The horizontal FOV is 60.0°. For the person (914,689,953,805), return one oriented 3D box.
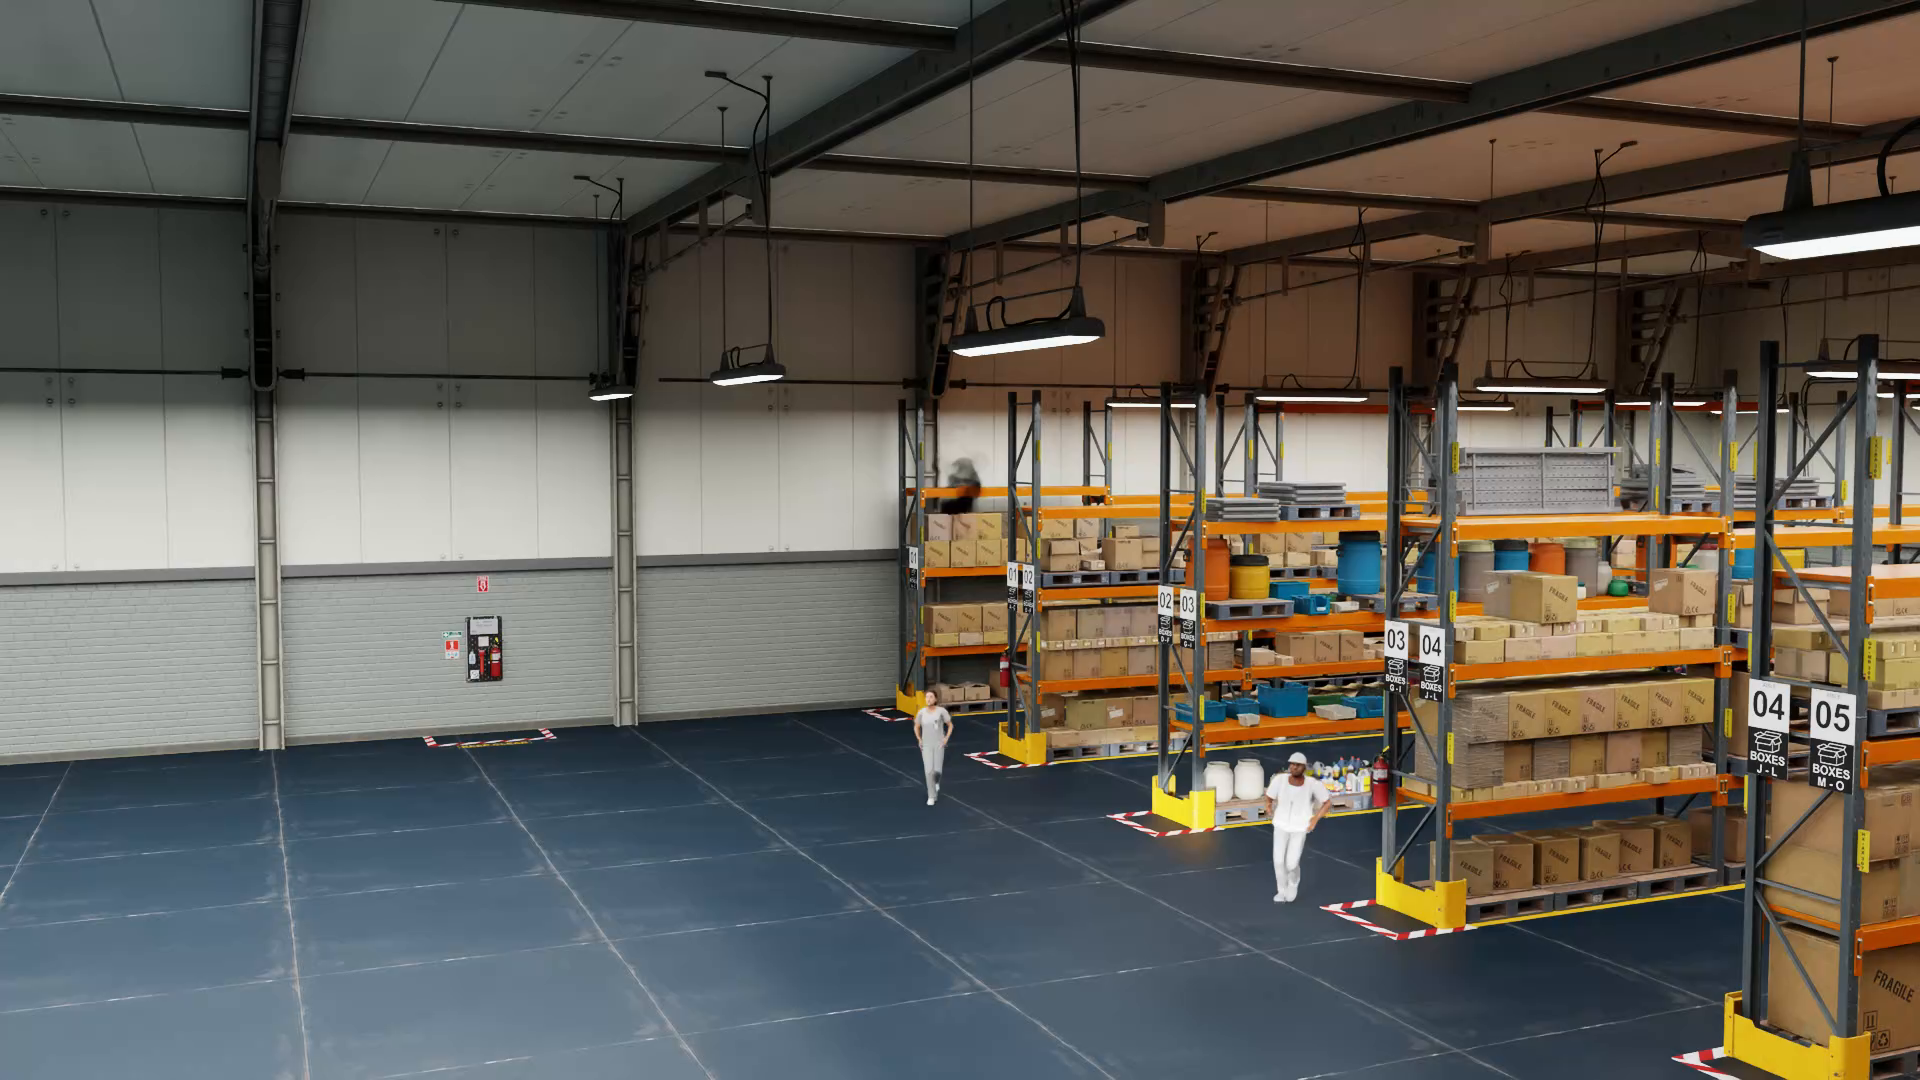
[{"bbox_3d":[-0.390,3.061,23.886,0.565,1.428,0.551,0,3,7],"label":"person"}]

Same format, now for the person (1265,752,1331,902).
[{"bbox_3d":[3.705,3.215,18.493,0.710,1.712,0.603,2,4,30],"label":"person"}]
